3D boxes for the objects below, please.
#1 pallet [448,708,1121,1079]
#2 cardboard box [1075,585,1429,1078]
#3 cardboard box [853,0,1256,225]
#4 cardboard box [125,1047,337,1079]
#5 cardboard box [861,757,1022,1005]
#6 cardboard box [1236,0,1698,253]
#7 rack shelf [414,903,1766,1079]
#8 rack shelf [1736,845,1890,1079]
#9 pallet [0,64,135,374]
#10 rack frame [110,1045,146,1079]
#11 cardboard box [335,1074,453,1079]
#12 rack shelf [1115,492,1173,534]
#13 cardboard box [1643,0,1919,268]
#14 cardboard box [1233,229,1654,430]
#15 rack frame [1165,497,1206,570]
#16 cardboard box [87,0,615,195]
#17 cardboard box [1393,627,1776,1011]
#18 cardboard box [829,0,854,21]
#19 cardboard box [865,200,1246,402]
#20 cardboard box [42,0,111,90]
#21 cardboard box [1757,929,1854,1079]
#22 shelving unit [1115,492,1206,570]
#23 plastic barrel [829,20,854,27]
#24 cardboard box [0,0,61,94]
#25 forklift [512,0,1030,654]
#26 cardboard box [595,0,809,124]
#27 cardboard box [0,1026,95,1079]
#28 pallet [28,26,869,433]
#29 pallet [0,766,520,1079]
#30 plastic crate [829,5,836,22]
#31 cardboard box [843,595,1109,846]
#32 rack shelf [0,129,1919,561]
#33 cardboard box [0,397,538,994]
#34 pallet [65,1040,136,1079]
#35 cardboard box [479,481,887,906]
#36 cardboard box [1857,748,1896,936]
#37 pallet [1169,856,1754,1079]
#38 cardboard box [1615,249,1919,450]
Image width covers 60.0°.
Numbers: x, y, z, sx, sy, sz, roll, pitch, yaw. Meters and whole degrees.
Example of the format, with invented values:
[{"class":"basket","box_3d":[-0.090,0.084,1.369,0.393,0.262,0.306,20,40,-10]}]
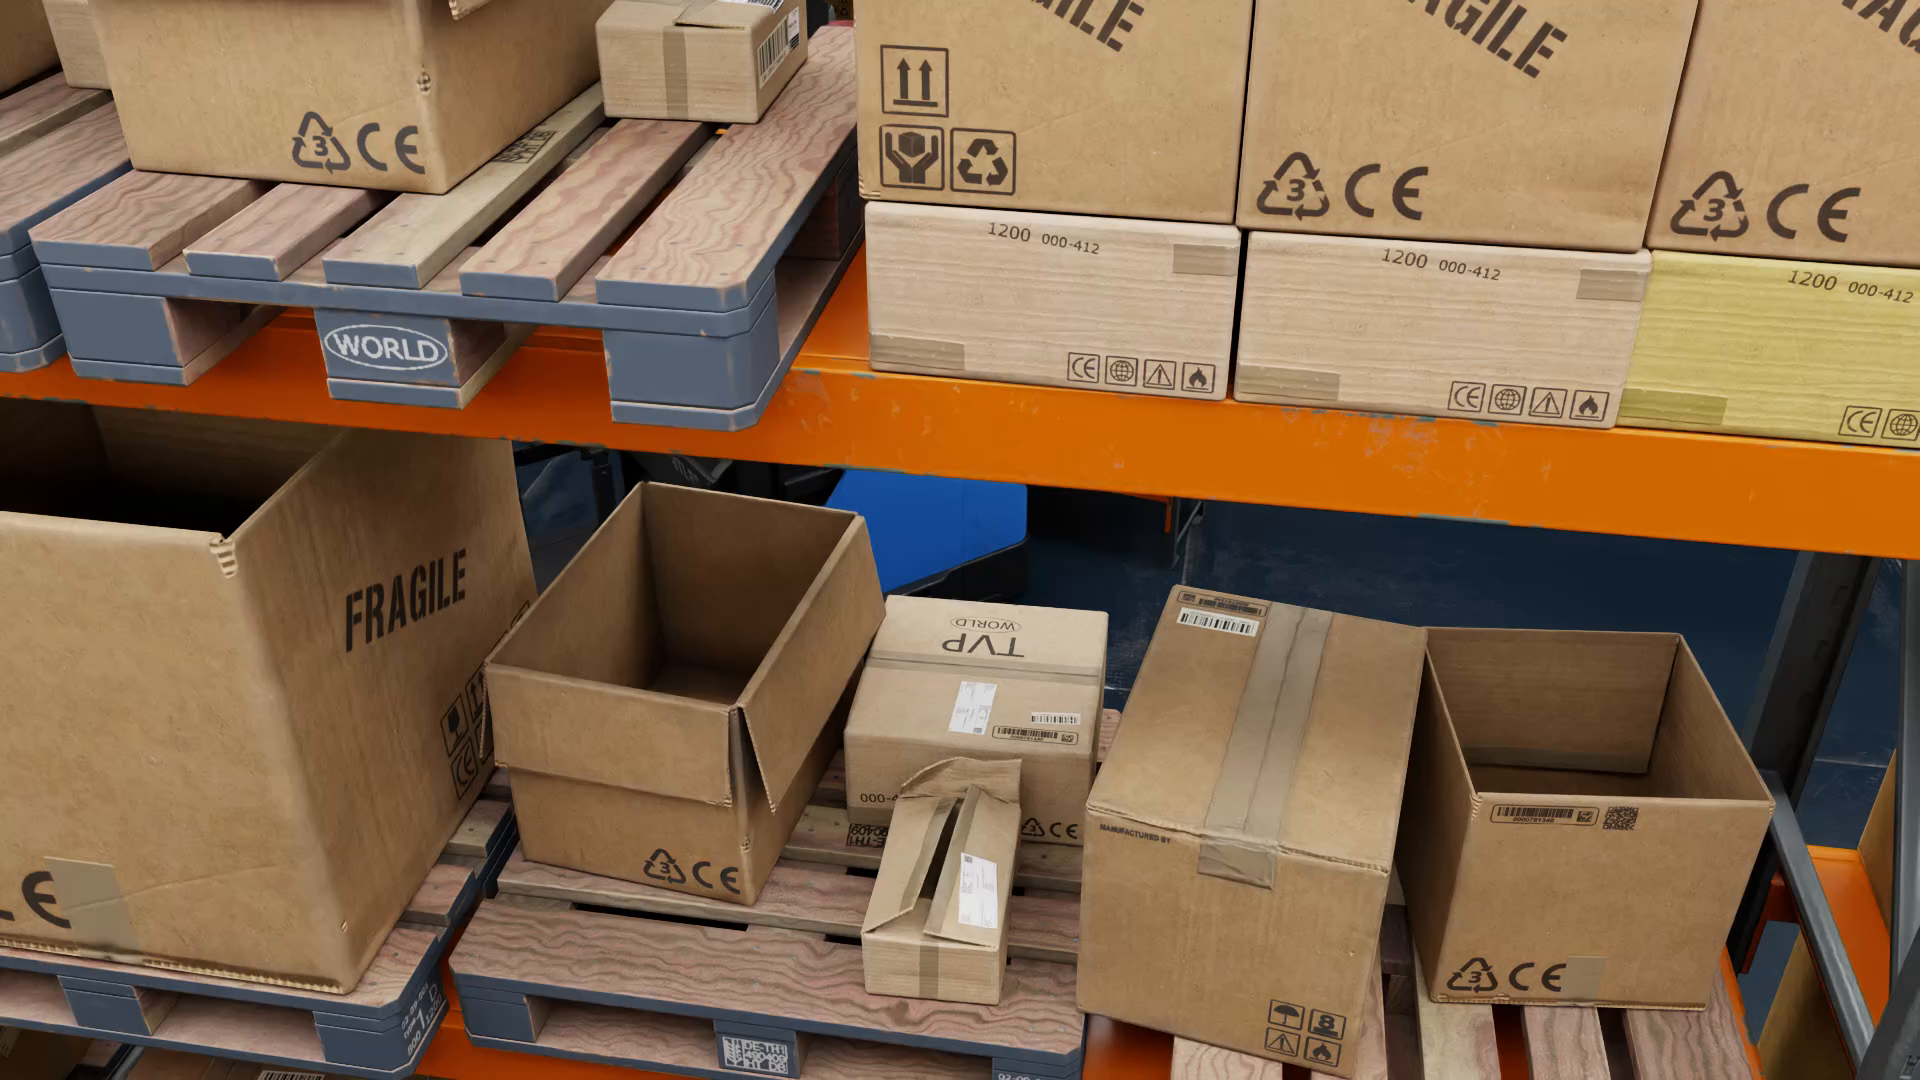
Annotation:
[{"class":"pallet","box_3d":[-0.297,0.685,3.509,1.213,0.211,1.003,5,32,8]},{"class":"cardboard box","box_3d":[0.555,0.514,3.112,0.500,0.500,0.700,10,33,15]},{"class":"cardboard box","box_3d":[0.156,-0.771,2.262,0.500,0.500,0.500,6,32,9]},{"class":"cardboard box","box_3d":[-1.680,1.341,4.221,0.500,0.500,0.700,3,32,4]},{"class":"cardboard box","box_3d":[-0.028,0.630,3.146,0.258,0.266,0.396,4,32,7]},{"class":"cardboard box","box_3d":[0.641,-0.718,2.178,0.500,0.500,0.500,5,32,8]},{"class":"rack shelf","box_3d":[-0.310,0.886,3.686,4.000,0.370,1.077,5,32,8]},{"class":"rack shelf","box_3d":[3.633,1.243,3.116,4.000,0.370,1.077,5,32,8]},{"class":"pallet","box_3d":[-1.691,-0.679,2.857,1.003,0.211,1.213,5,32,8]},{"class":"rack frame","box_3d":[-2.282,0.402,3.780,0.127,3.000,1.000,5,32,8]},{"class":"cardboard box","box_3d":[-1.213,1.394,4.138,0.500,0.500,0.700,5,32,8]},{"class":"rack shelf","box_3d":[0.516,-0.373,7.247,1.000,0.278,0.538,13,34,19]},{"class":"cardboard box","box_3d":[1.149,-0.678,2.114,0.500,0.500,0.500,6,33,9]},{"class":"cardboard box","box_3d":[0.660,-0.400,2.376,0.500,0.250,0.500,5,32,8]},{"class":"rack frame","box_3d":[0.984,-0.475,6.949,0.032,1.125,0.500,13,34,19]},{"class":"cardboard box","box_3d":[-0.906,-0.914,2.562,0.637,0.503,0.797,6,33,10]},{"class":"cardboard box","box_3d":[1.122,0.511,3.116,0.500,0.500,0.500,1,32,2]},{"class":"cardboard box","box_3d":[-1.016,-4.314,12.804,0.500,0.500,0.500,5,32,8]},{"class":"cardboard box","box_3d":[0.165,-0.446,2.450,0.500,0.250,0.500,6,33,10]},{"class":"cardboard box","box_3d":[-1.338,-0.959,2.858,0.258,0.266,0.396,6,33,10]},{"class":"cardboard box","box_3d":[2.338,1.554,3.547,0.875,0.875,1.225,4,32,6]},{"class":"shelving unit","box_3d":[0.516,-0.581,7.117,1.048,1.125,0.538,13,34,19]},{"class":"plastic barrel","box_3d":[-0.542,-2.046,7.563,0.433,0.535,0.433,0,32,0]},{"class":"cardboard box","box_3d":[-1.835,-0.997,2.696,0.637,0.503,0.797,4,32,6]},{"class":"forklift","box_3d":[-1.223,-0.767,5.713,3.031,2.935,1.130,-20,37,-29]},{"class":"cardboard box","box_3d":[-0.417,-0.833,2.751,0.250,0.166,0.380,4,32,7]},{"class":"cardboard box","box_3d":[-2.670,1.227,4.423,0.500,0.500,0.500,4,32,7]},{"class":"pallet","box_3d":[-0.668,-0.588,2.712,1.003,0.211,1.213,5,32,8]},{"class":"pallet","box_3d":[-1.553,0.628,3.601,1.213,0.211,1.003,5,32,8]},{"class":"plastic crate","box_3d":[-0.920,-2.332,8.089,0.583,0.464,0.402,5,32,8]},{"class":"cardboard box","box_3d":[0.048,0.375,3.570,0.500,0.250,0.500,4,32,7]},{"class":"rack shelf","box_3d":[-0.310,-0.386,2.890,4.000,0.370,1.077,5,32,8]},{"class":"cardboard box","box_3d":[-1.522,0.114,3.280,1.000,1.000,1.000,5,32,9]},{"class":"pallet","box_3d":[-2.950,1.543,4.587,1.213,0.211,1.003,5,32,8]},{"class":"cardboard box","box_3d":[-0.558,0.287,3.472,0.637,0.503,0.797,8,33,13]},{"class":"cardboard box","box_3d":[2.189,0.631,3.320,0.500,0.500,0.500,6,33,10]},{"class":"pallet","box_3d":[0.941,0.833,3.274,1.003,0.211,1.213,5,32,8]},{"class":"cardboard box","box_3d":[1.151,-0.363,2.317,0.500,0.250,0.500,5,32,8]}]
